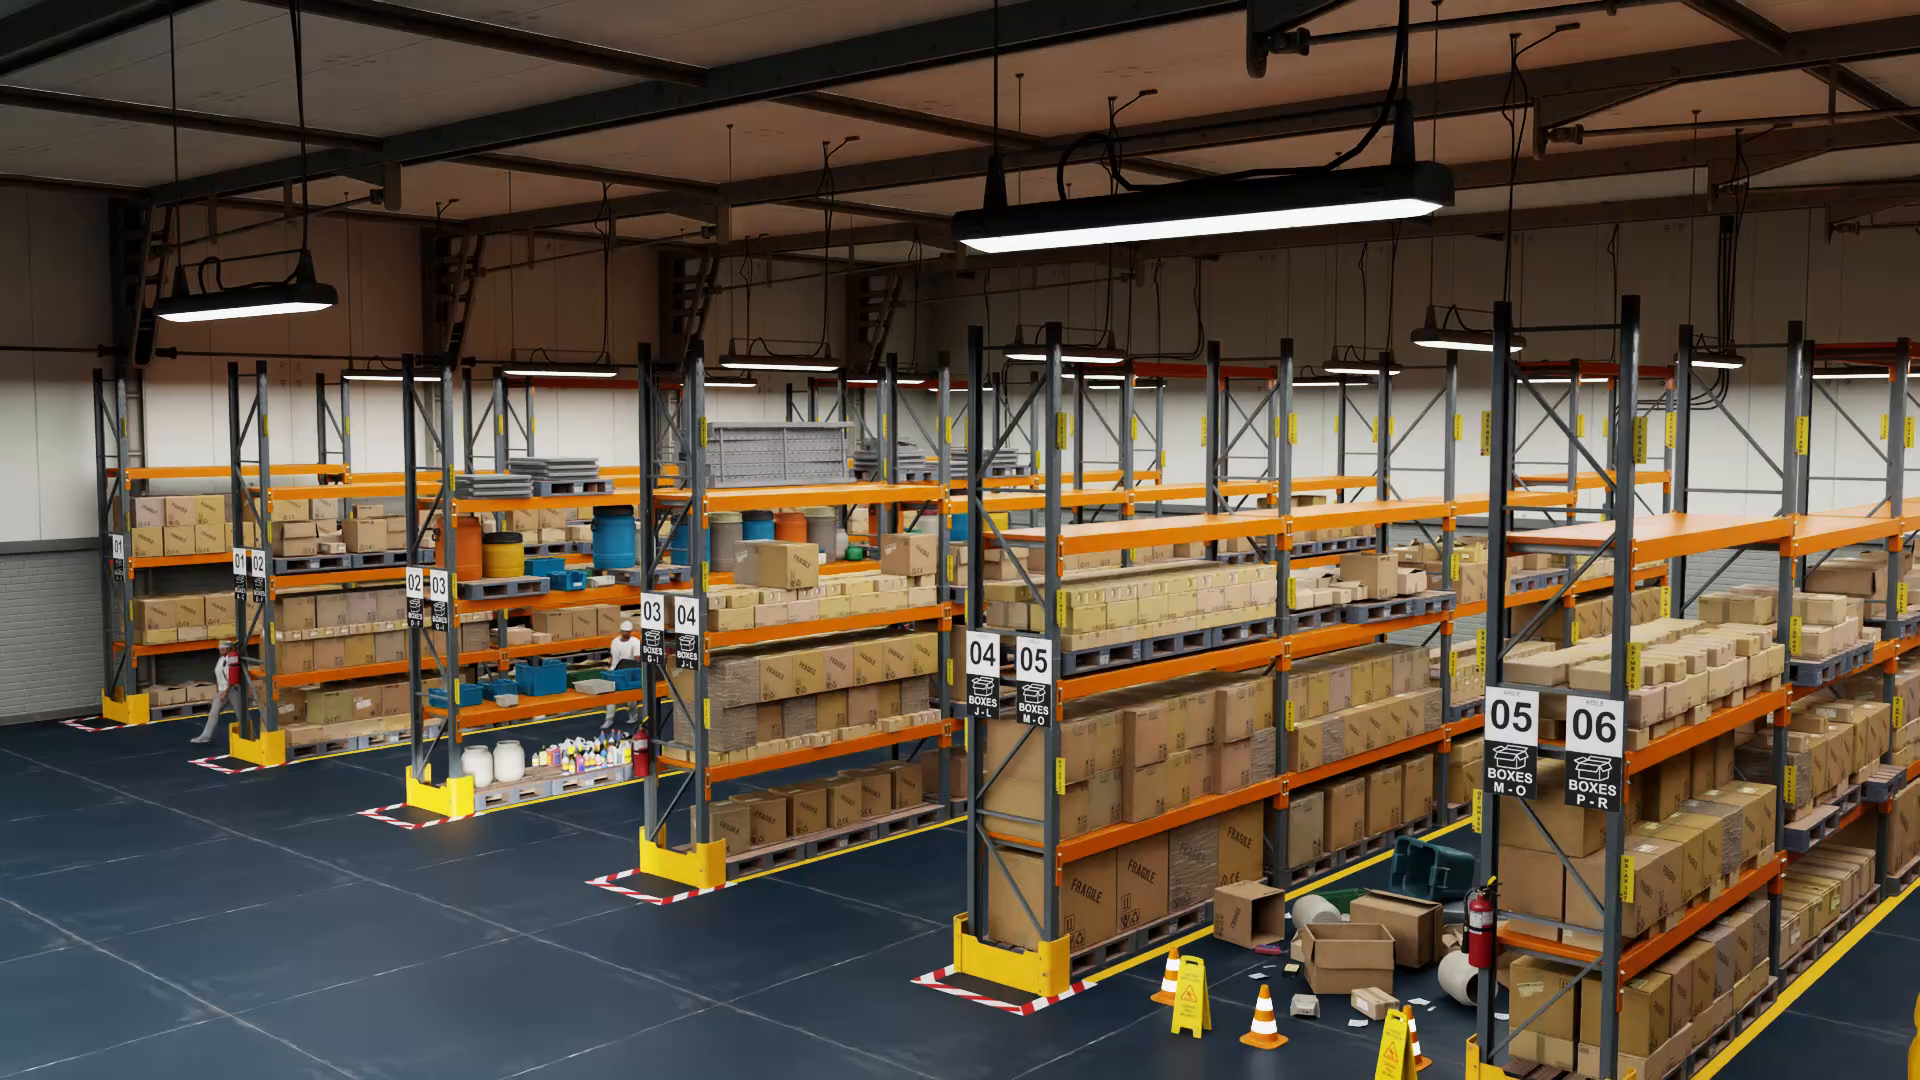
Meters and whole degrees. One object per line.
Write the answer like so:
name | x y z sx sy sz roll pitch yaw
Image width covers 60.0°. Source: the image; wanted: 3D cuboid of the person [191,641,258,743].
person | -11.659 2.399 26.362 0.539 1.616 0.973 1 4 18

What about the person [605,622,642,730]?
person | -5.670 2.265 27.887 0.592 1.748 0.732 0 4 5
